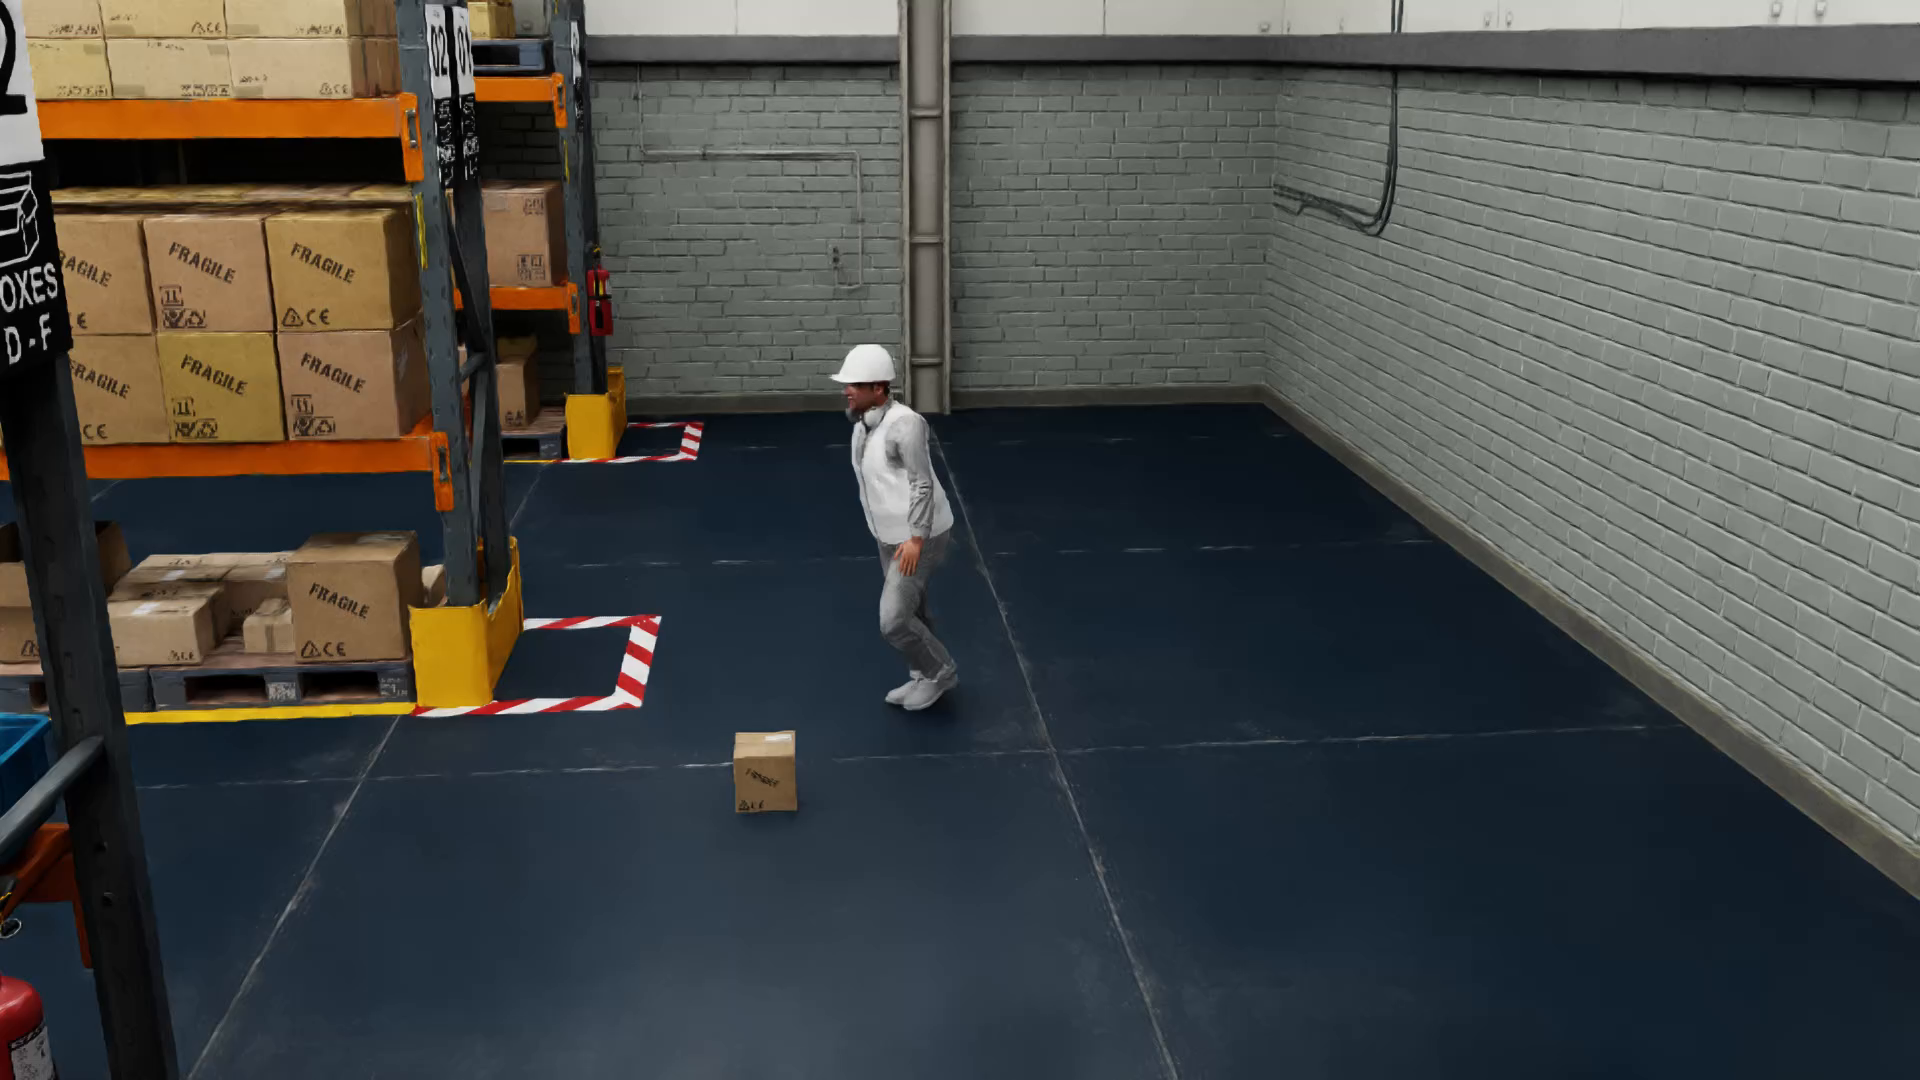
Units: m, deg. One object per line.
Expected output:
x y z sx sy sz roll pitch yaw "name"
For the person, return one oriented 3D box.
-0.289 -0.038 7.605 0.595 1.747 0.562 -9 19 -28 "person"
